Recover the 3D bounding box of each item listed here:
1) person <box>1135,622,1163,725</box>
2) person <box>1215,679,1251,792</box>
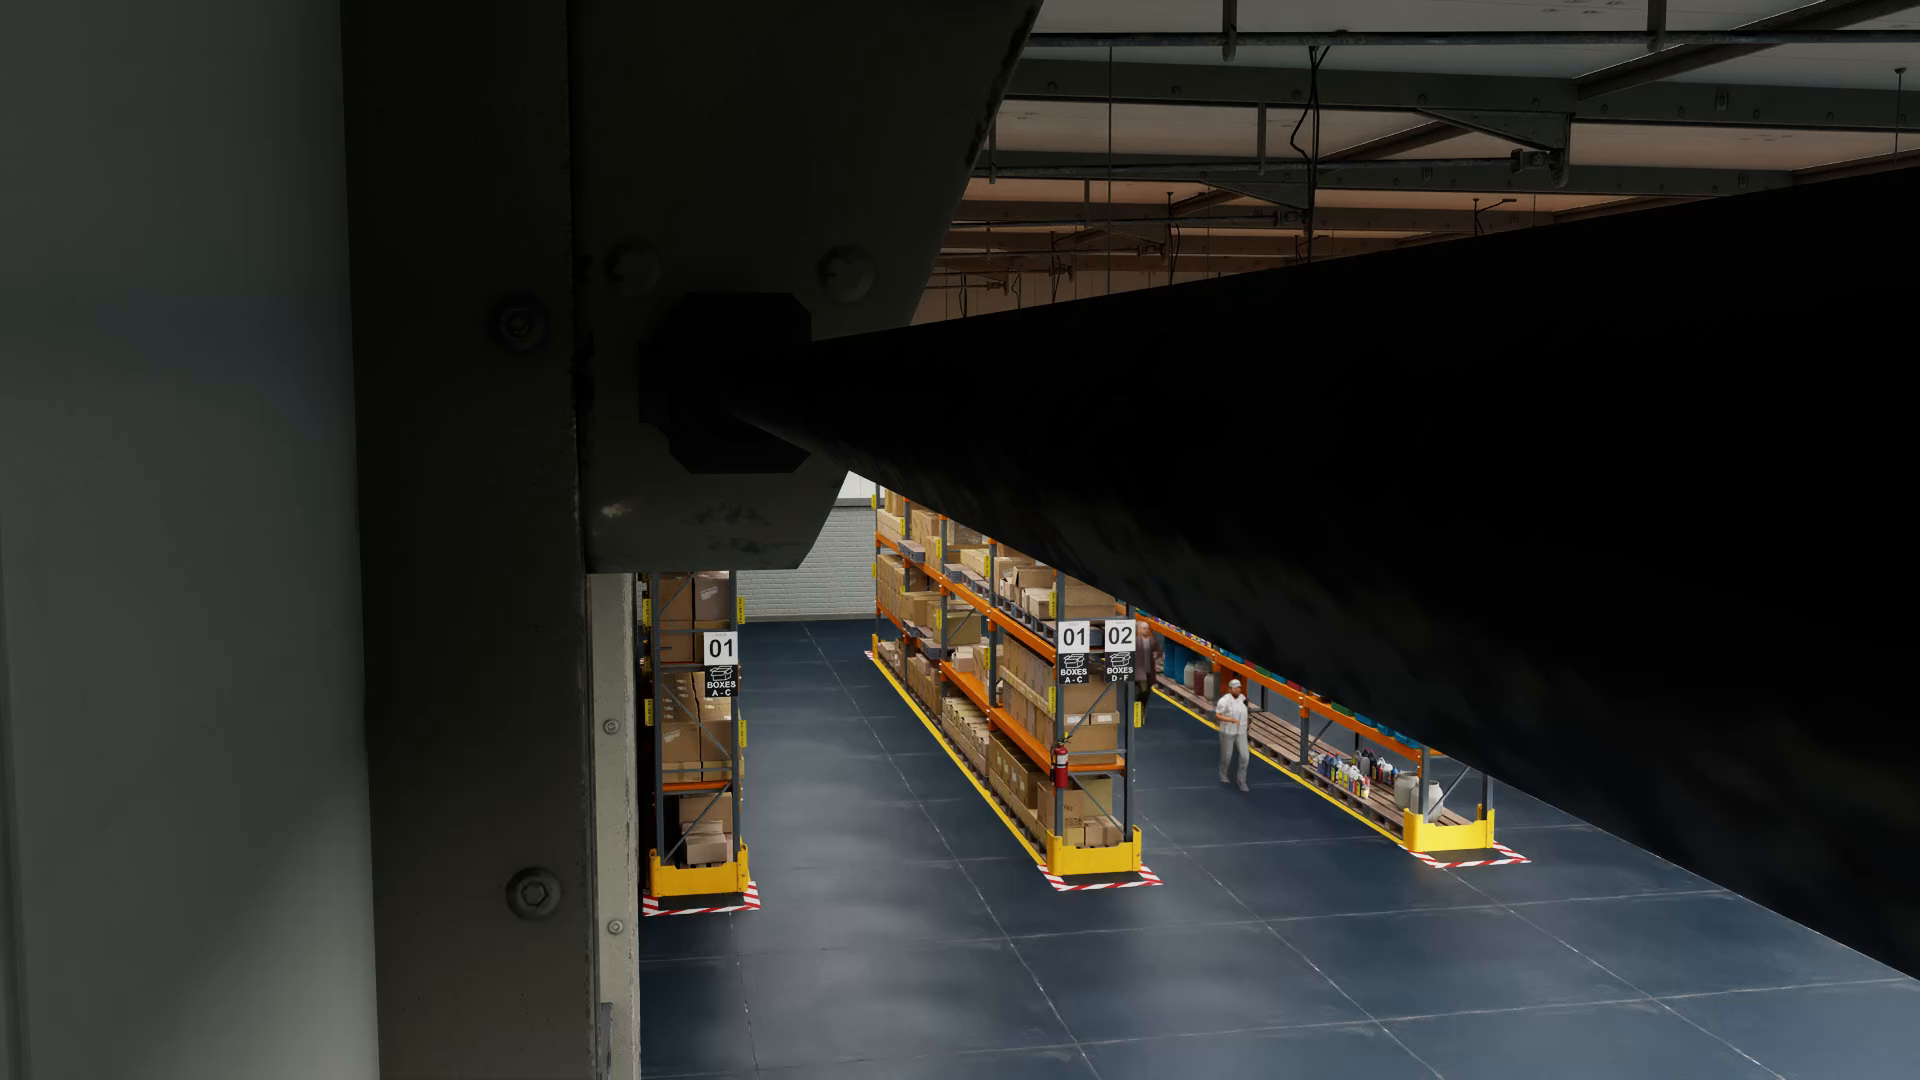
[{"bbox_3d":[3.297,2.390,29.858,0.675,1.846,0.829,-2,6,-20],"label":"person"},{"bbox_3d":[4.118,2.947,25.124,0.587,1.725,0.744,-1,6,-11],"label":"person"}]
